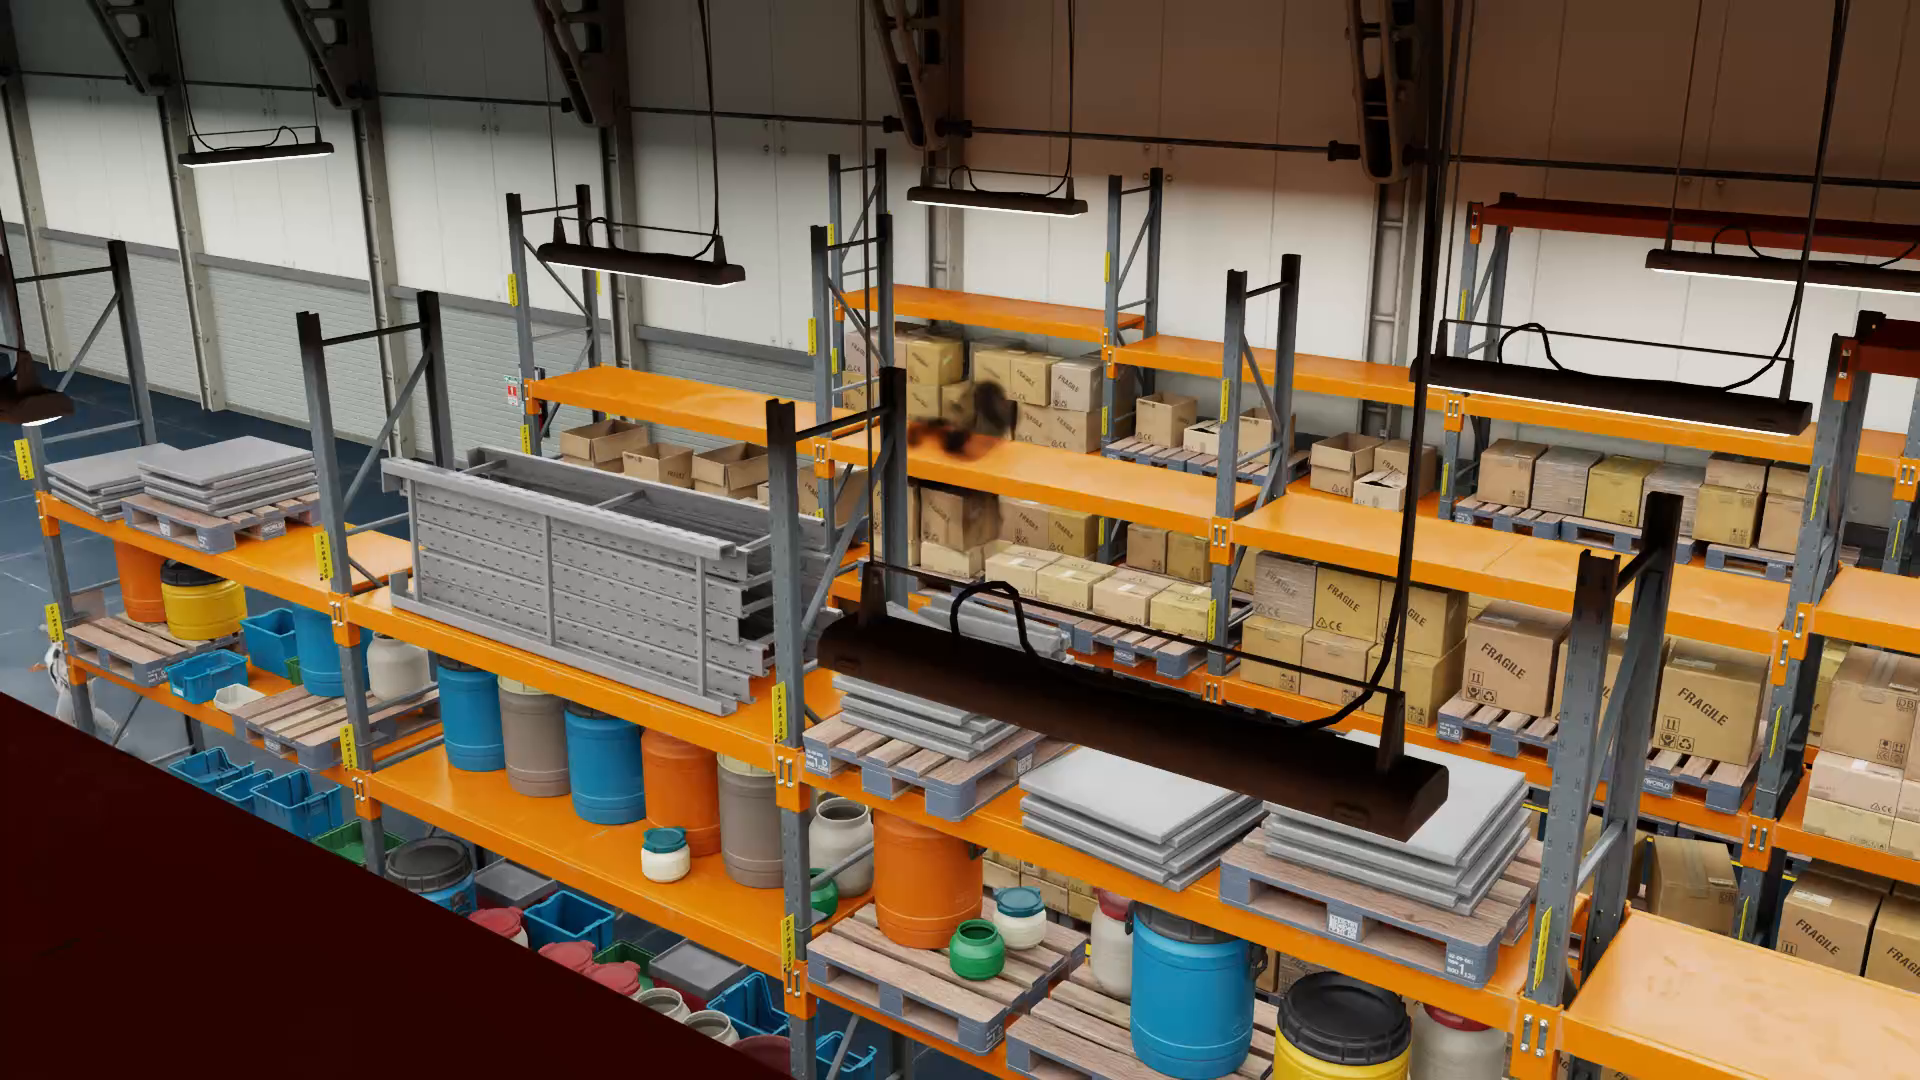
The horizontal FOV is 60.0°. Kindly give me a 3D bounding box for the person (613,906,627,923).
[{"bbox_3d":[-2.845,2.464,14.322,0.739,1.843,0.633,8,20,22],"label":"person"}]

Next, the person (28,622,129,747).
[{"bbox_3d":[-9.427,1.599,17.763,0.836,1.716,0.564,-12,22,-31],"label":"person"}]
